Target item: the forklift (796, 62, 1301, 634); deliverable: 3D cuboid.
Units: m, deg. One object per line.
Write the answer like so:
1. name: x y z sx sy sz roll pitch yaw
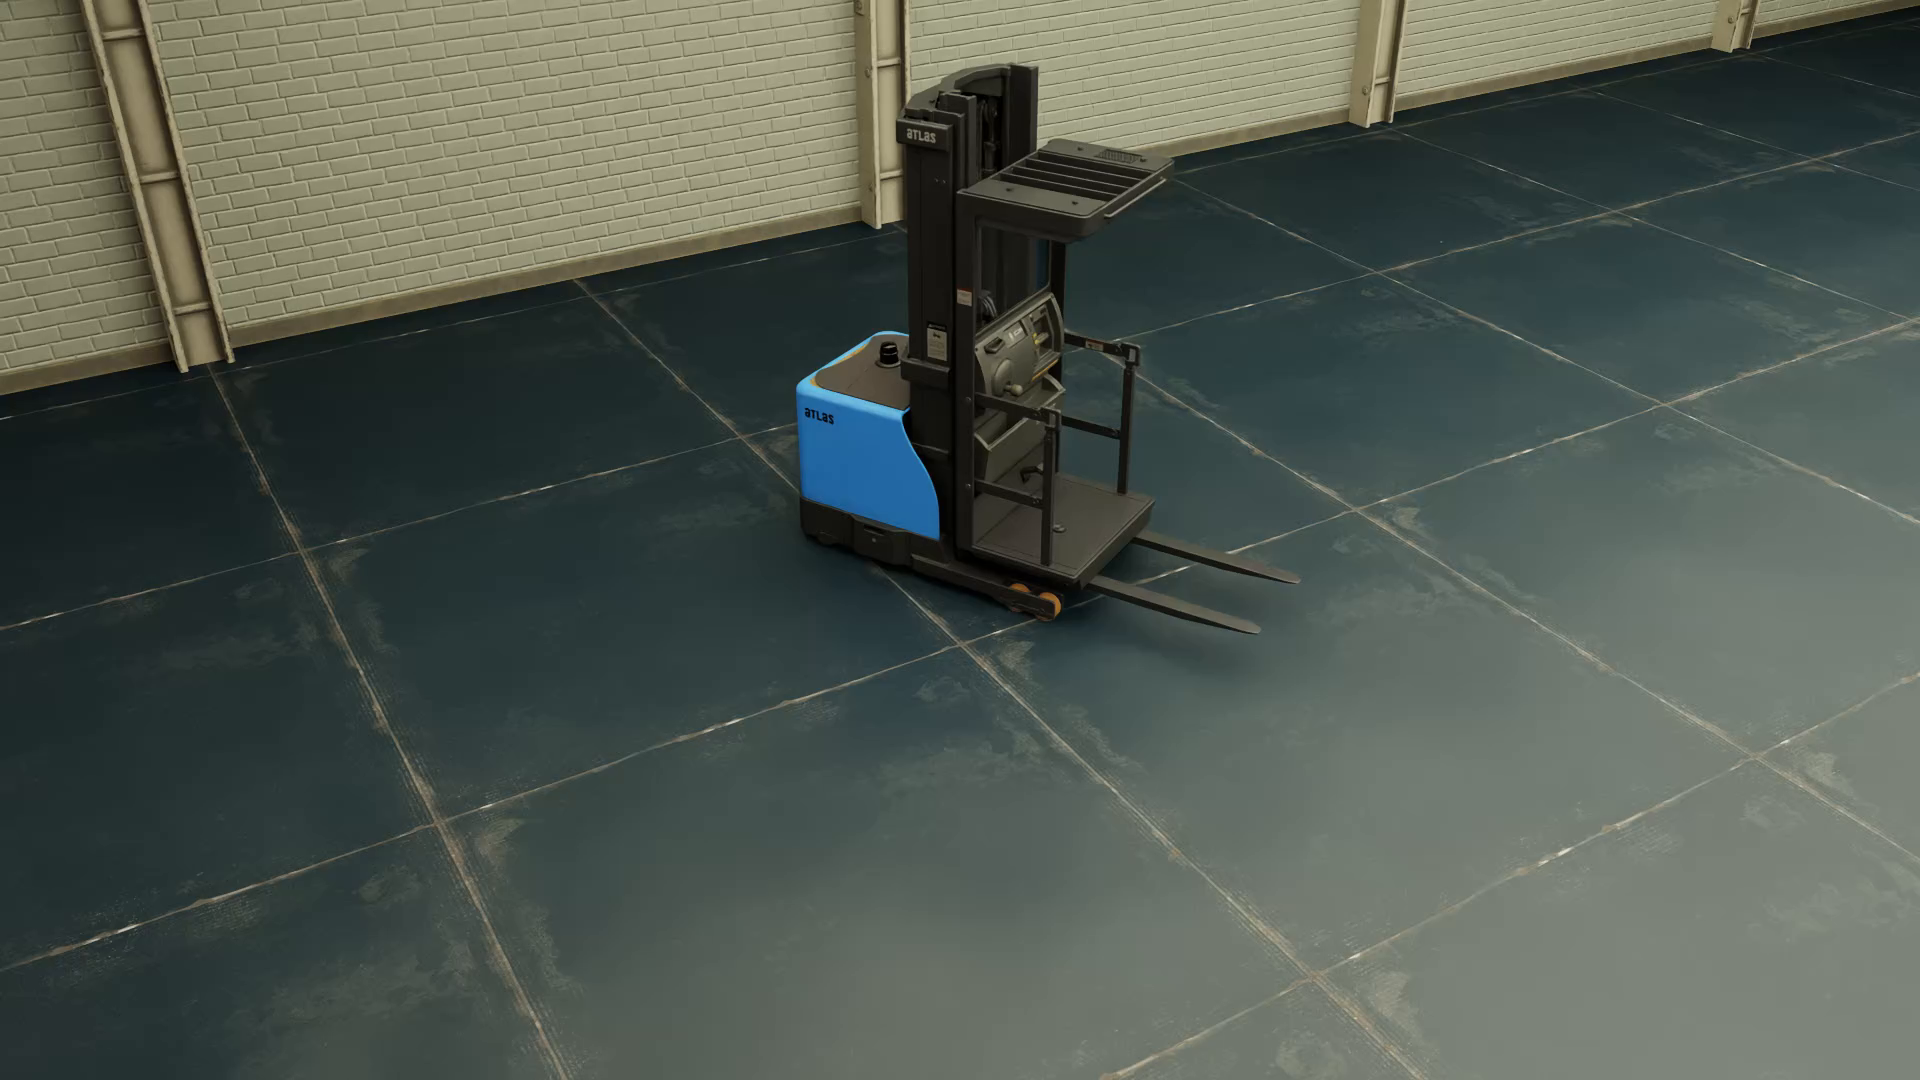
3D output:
1. forklift: 0.523 -1.096 9.477 3.031 2.935 1.130 17 35 26
